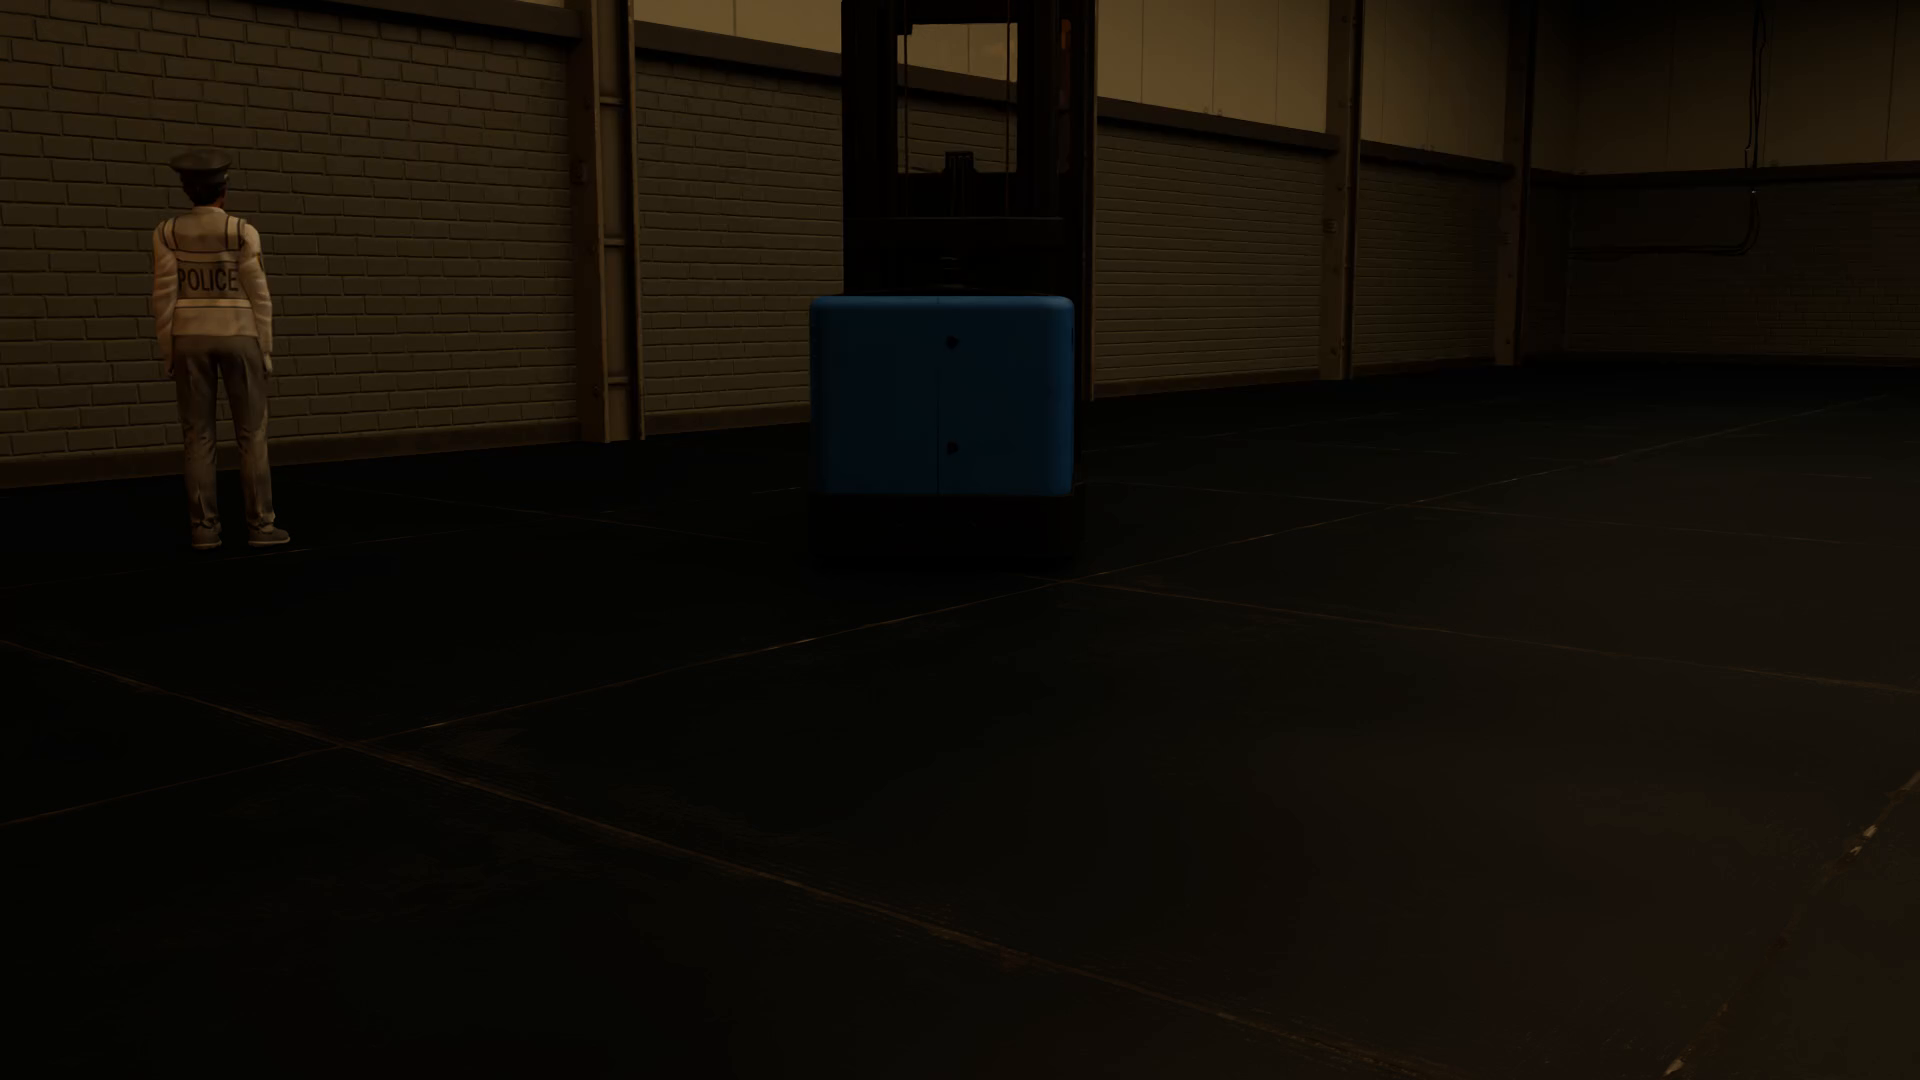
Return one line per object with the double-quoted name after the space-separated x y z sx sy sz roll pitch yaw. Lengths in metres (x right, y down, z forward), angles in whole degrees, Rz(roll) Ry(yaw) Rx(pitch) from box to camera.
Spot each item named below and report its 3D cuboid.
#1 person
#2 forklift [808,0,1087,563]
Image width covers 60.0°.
-3.151 -0.802 7.060 0.459 1.693 0.342 -2 9 -14 "person"
0.036 -1.534 7.764 1.130 2.935 3.031 1 8 5 "forklift"
